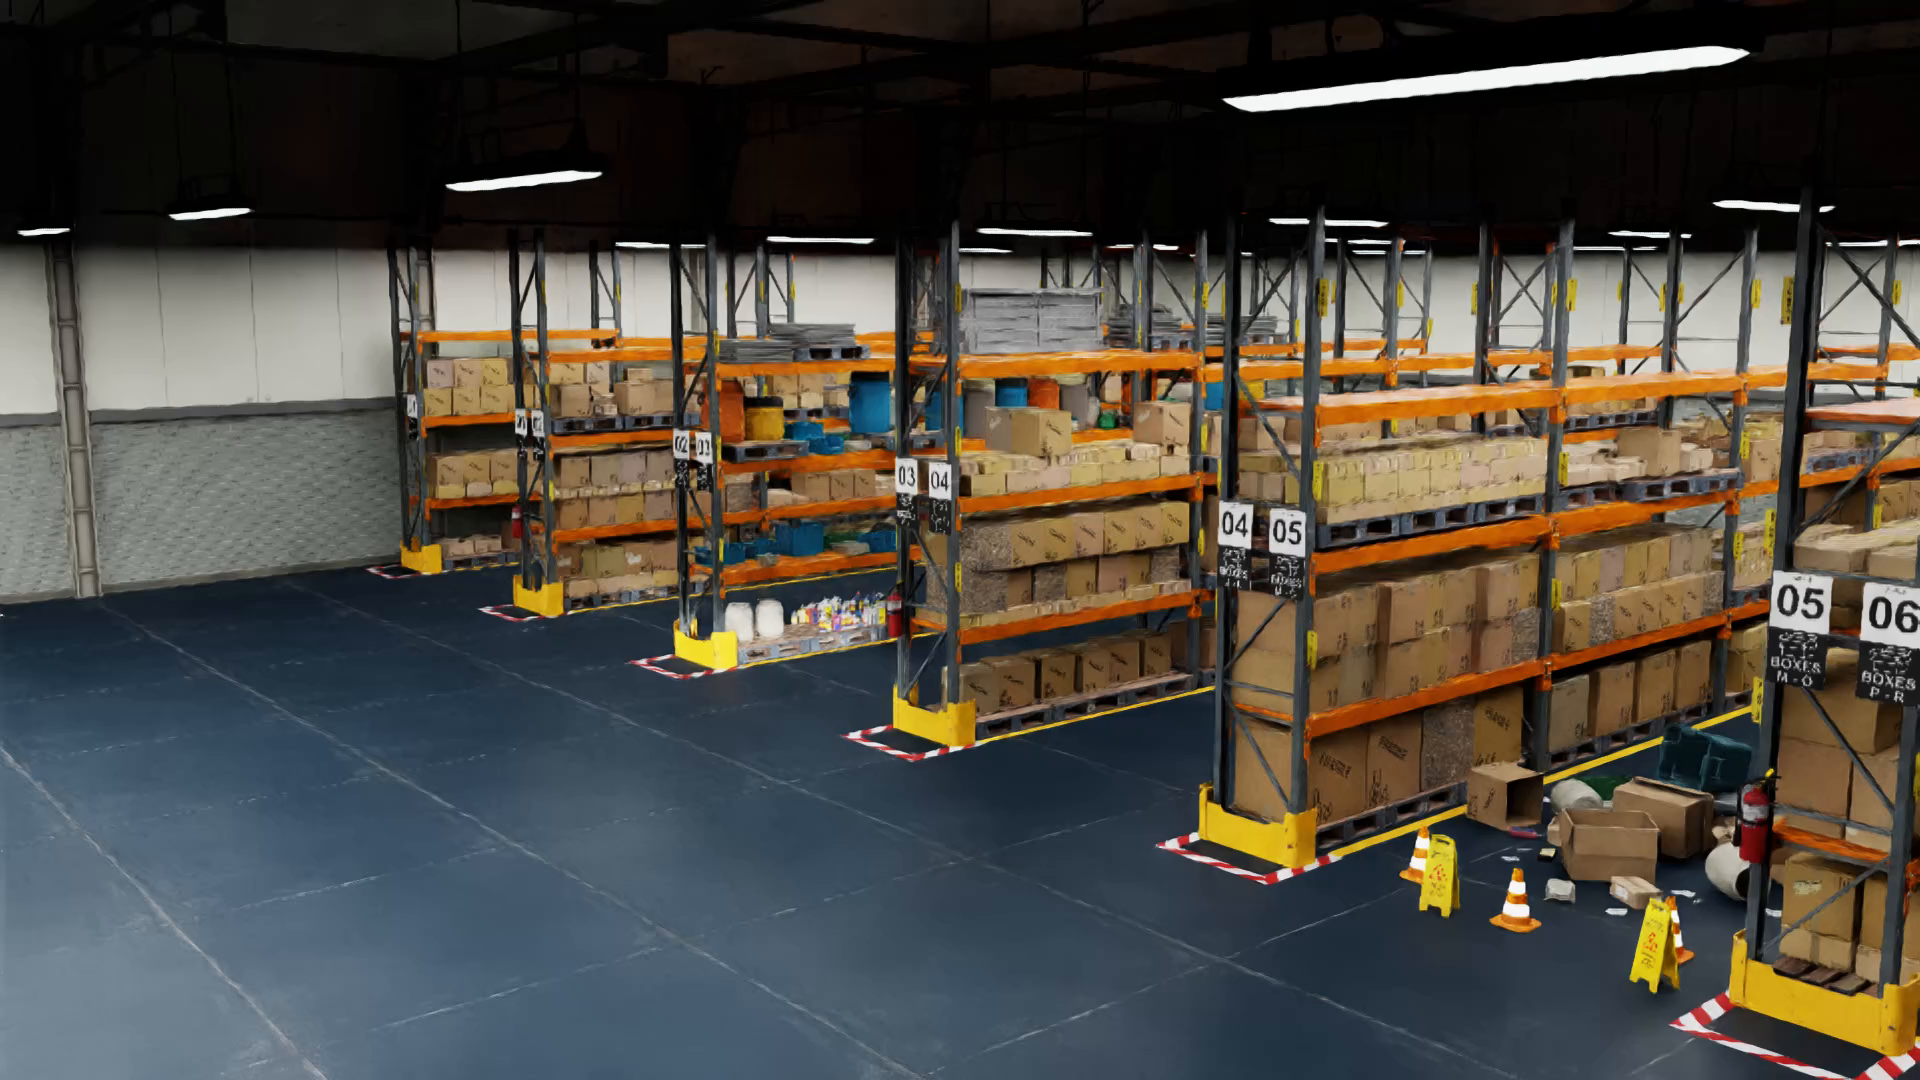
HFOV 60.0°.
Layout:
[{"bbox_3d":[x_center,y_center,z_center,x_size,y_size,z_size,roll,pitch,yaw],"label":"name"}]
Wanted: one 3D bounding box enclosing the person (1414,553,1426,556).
[{"bbox_3d":[6.183,0.859,22.475,0.580,1.715,1.102,8,12,41],"label":"person"}]
